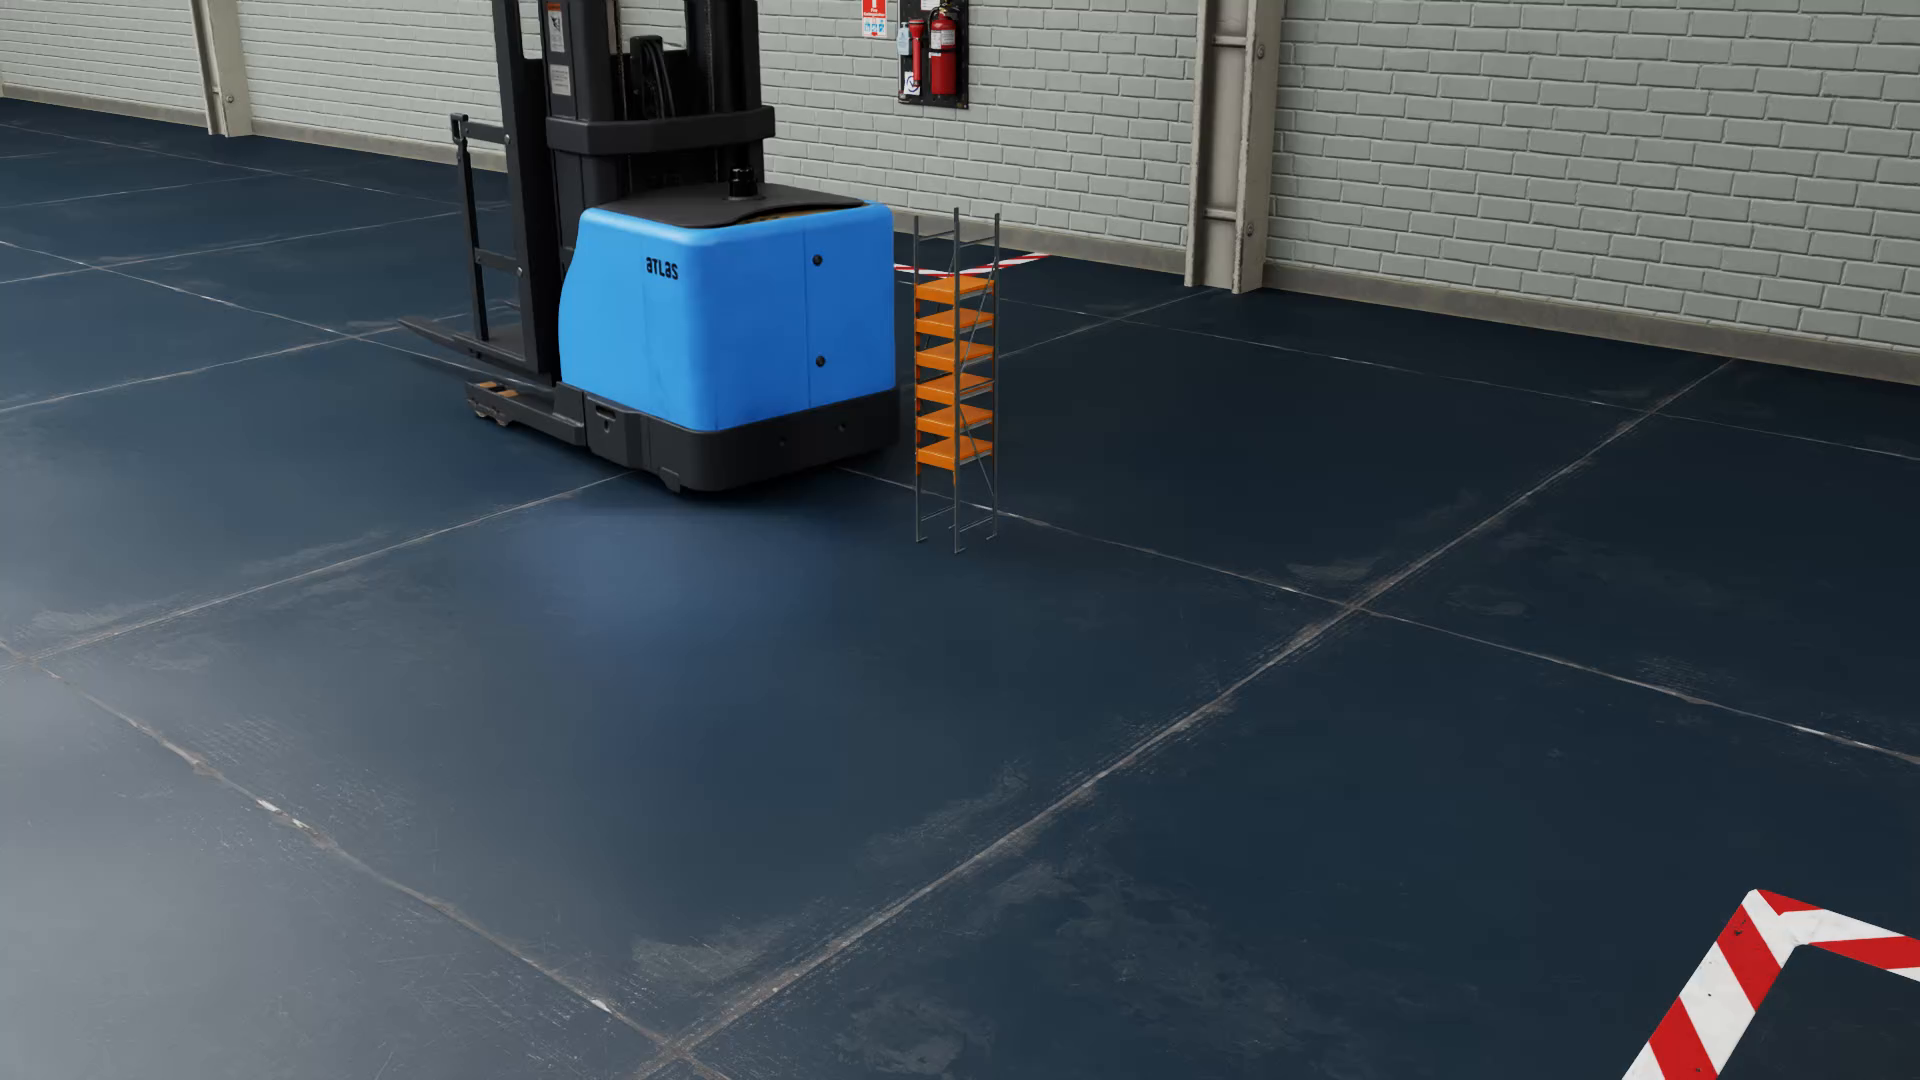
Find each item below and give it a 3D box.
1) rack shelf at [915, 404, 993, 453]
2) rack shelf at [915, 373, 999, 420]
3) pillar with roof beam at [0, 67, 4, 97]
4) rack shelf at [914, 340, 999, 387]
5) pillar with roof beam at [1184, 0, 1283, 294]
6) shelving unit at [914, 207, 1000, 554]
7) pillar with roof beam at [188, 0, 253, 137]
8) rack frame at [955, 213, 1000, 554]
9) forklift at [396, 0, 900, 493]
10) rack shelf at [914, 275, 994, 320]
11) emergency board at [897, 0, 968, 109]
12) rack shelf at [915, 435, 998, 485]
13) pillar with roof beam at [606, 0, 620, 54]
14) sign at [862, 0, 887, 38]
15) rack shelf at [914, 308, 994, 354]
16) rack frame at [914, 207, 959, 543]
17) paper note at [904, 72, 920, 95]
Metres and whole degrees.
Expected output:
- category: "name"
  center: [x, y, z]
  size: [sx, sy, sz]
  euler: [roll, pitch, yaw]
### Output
- category: "rack shelf"
  center: [-0.011, -0.411, 6.023]
  size: [0.180, 0.103, 0.258]
  euler: [16, 26, 36]
- category: "rack shelf"
  center: [-0.011, -0.523, 5.981]
  size: [0.180, 0.103, 0.258]
  euler: [16, 26, 36]
- category: "pillar with roof beam"
  center: [-15.019, -8.637, 16.318]
  size: [0.400, 9.000, 9.100]
  euler: [16, 26, 36]
- category: "rack shelf"
  center: [-0.011, -0.635, 5.938]
  size: [0.180, 0.103, 0.258]
  euler: [16, 26, 36]
- category: "pillar with roof beam"
  center: [-1.074, -4.621, 5.669]
  size: [0.400, 9.000, 9.100]
  euler: [16, 26, 36]
- category: "shelving unit"
  center: [-0.011, -0.565, 5.965]
  size: [0.189, 1.200, 0.258]
  euler: [16, 26, 36]
- category: "pillar with roof beam"
  center: [-10.371, -7.298, 12.768]
  size: [0.400, 9.000, 9.100]
  euler: [16, 26, 36]
- category: "rack frame"
  center: [0.060, -0.544, 5.911]
  size: [0.006, 1.200, 0.240]
  euler: [16, 26, 36]
- category: "forklift"
  center: [-1.627, -1.993, 7.298]
  size: [1.130, 2.935, 3.031]
  euler: [-18, 27, -40]
- category: "rack shelf"
  center: [-0.011, -0.860, 5.854]
  size: [0.180, 0.103, 0.258]
  euler: [16, 26, 36]
- category: "emergency board"
  center: [-0.243, -3.552, 11.337]
  size: [0.643, 1.169, 0.194]
  euler: [16, 26, 36]
- category: "rack shelf"
  center: [-0.011, -0.298, 6.065]
  size: [0.180, 0.103, 0.258]
  euler: [16, 26, 36]
- category: "pillar with roof beam"
  center: [-5.723, -5.960, 9.218]
  size: [0.400, 9.000, 9.100]
  euler: [16, 26, 36]
- category: "sign"
  center: [-0.606, -3.721, 11.733]
  size: [0.234, 0.329, 0.001]
  euler: [16, 26, 36]
- category: "rack shelf"
  center: [-0.011, -0.748, 5.896]
  size: [0.180, 0.103, 0.258]
  euler: [16, 26, 36]
- category: "rack frame"
  center: [-0.082, -0.585, 6.019]
  size: [0.006, 1.200, 0.240]
  euler: [16, 26, 36]
- category: "paper note"
  center: [-0.336, -3.199, 11.648]
  size: [0.142, 0.148, 0.016]
  euler: [16, 26, 36]
